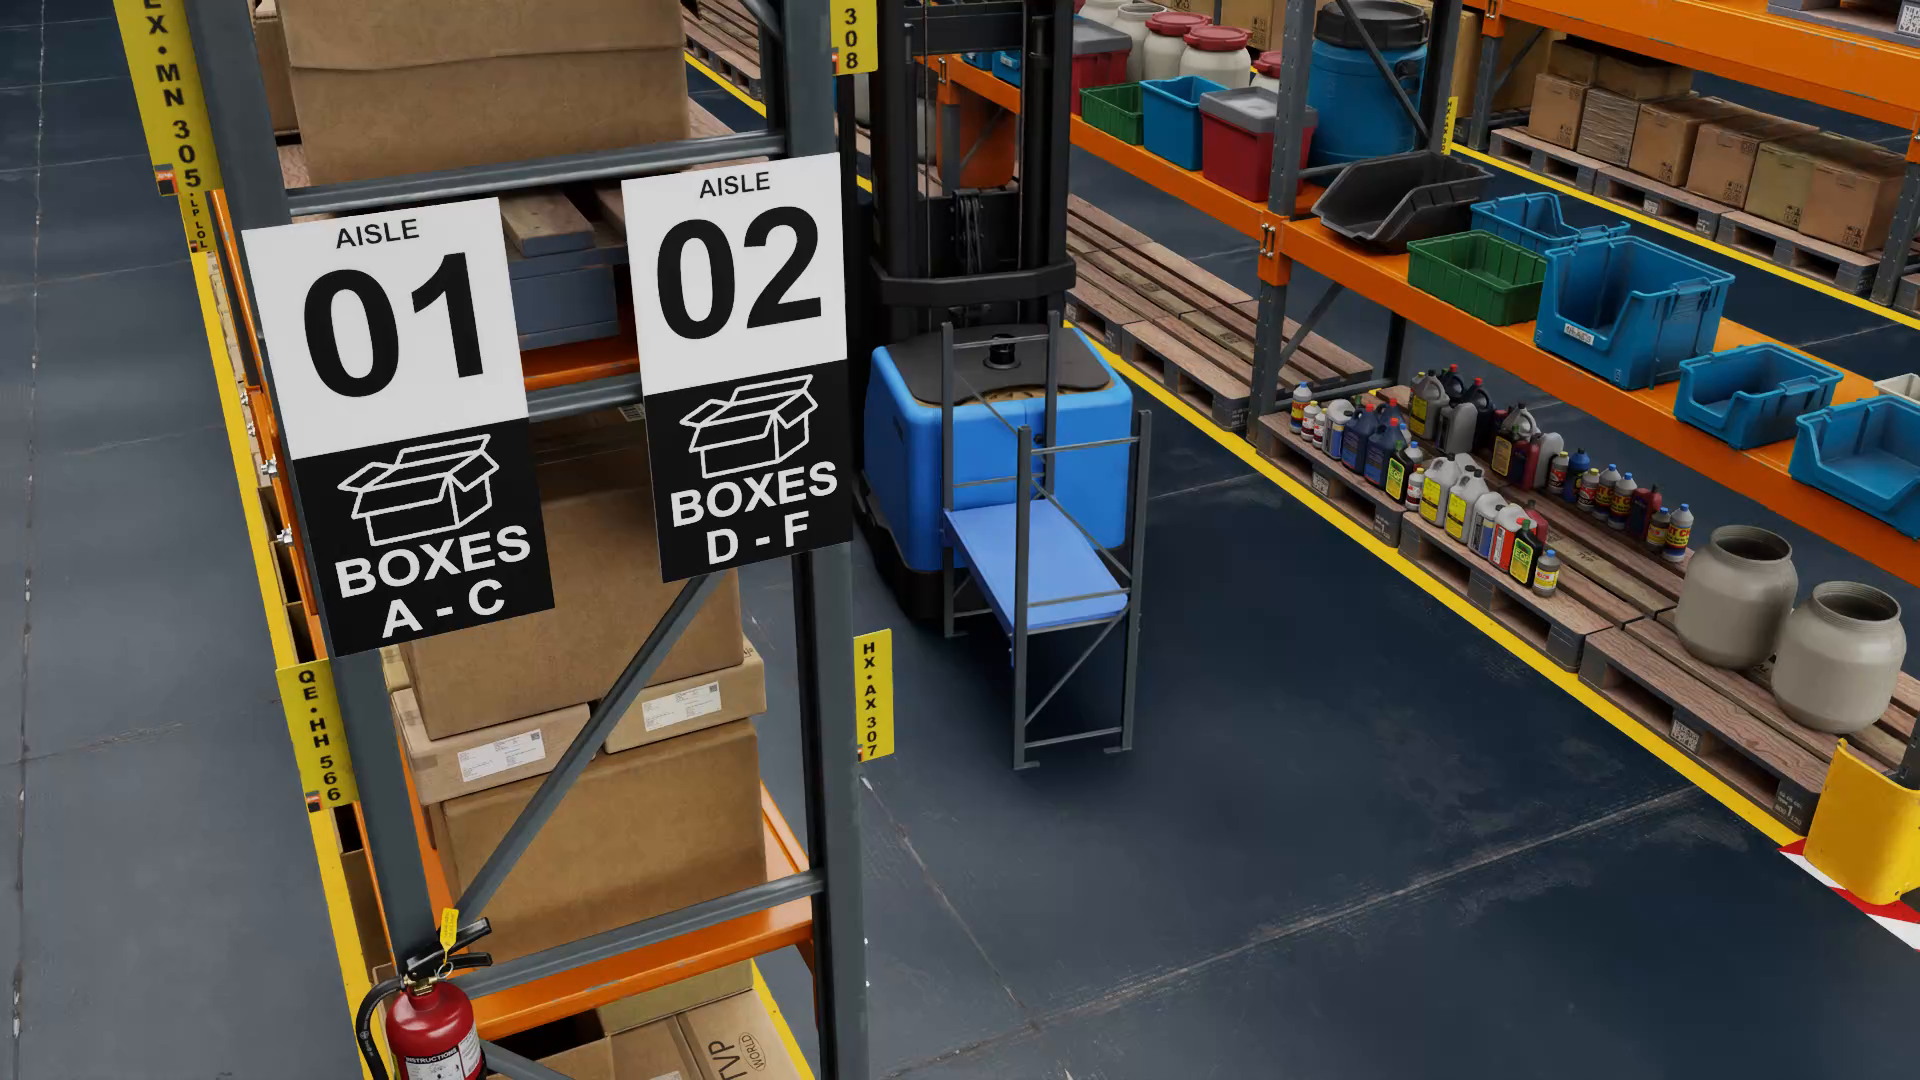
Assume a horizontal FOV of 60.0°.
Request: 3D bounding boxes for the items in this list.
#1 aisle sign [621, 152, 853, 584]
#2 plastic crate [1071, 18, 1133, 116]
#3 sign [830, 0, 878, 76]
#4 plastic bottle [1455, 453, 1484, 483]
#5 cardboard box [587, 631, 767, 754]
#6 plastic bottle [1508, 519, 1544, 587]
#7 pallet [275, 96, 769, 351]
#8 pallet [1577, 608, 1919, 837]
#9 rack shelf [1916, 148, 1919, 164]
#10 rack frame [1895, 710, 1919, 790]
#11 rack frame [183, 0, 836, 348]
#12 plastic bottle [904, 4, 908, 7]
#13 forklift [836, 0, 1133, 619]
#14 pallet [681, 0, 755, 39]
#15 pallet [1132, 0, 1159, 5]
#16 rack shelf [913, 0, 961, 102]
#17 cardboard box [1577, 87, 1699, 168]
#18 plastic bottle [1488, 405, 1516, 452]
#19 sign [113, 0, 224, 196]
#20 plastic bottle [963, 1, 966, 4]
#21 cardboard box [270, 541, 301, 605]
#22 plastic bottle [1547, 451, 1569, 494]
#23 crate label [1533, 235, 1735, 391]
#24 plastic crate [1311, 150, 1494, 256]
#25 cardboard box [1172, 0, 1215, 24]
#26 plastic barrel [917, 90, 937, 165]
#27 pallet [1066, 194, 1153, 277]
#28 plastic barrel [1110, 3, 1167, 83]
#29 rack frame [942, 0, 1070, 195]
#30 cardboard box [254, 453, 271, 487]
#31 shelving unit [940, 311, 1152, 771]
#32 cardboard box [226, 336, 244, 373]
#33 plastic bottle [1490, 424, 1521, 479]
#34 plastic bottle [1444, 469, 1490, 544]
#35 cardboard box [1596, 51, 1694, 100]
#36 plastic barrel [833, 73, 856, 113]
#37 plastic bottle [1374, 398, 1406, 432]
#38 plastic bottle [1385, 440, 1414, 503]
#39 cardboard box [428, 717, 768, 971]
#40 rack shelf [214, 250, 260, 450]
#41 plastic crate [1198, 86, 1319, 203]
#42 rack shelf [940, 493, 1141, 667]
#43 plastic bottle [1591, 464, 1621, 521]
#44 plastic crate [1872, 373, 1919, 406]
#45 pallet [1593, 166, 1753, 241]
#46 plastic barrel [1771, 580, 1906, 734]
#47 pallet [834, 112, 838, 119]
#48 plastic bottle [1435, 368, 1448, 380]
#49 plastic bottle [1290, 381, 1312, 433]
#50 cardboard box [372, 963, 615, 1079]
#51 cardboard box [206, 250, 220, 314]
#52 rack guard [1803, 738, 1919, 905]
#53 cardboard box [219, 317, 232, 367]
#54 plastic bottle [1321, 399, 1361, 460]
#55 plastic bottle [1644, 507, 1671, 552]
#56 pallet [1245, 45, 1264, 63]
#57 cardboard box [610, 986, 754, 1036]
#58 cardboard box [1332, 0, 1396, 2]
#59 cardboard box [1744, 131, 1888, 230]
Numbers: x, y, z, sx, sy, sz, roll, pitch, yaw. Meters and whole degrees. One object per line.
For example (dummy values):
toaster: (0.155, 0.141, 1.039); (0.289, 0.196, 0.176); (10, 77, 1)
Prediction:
aisle sign: (-0.392, -0.302, 3.063); (0.394, 0.787, 0.004); (-13, 32, -22)
plastic crate: (0.762, -2.954, 10.387); (0.402, 0.464, 0.583); (-13, 32, -22)
sign: (-0.193, -0.970, 2.872); (0.100, 0.325, 0.005); (-13, 32, -22)
plastic bottle: (2.420, -0.269, 7.998); (0.152, 0.276, 0.135); (-13, 32, -22)
cardboard box: (-0.671, 0.323, 3.842); (0.380, 0.149, 0.250); (-13, 32, -22)
plastic bottle: (2.528, 0.055, 7.412); (0.061, 0.283, 0.133); (-12, 32, -21)
pallet: (-0.977, -0.720, 3.490); (1.003, 0.211, 1.213); (-13, 32, -22)
pallet: (3.360, 0.662, 6.854); (1.003, 0.211, 1.213); (-13, 32, -22)
rack shelf: (7.393, -1.780, 9.094); (1.077, 0.370, 4.000); (-13, 32, -22)
rack frame: (3.779, -0.171, 5.488); (1.000, 3.000, 0.127); (-13, 32, -22)
rack frame: (-0.697, -1.749, 2.168); (1.000, 3.000, 0.127); (-13, 32, -22)
plastic bottle: (-0.389, -3.907, 12.353); (0.097, 0.201, 0.097); (0, 29, 0)
forklift: (-0.086, -1.631, 8.161); (1.130, 2.935, 3.031); (-7, 30, -12)
pallet: (-2.771, -5.650, 18.110); (1.003, 0.211, 1.213); (-13, 32, -22)
pallet: (2.317, -6.187, 19.068); (1.003, 0.211, 1.213); (-13, 32, -22)
rack shelf: (-0.514, -4.274, 13.541); (1.077, 0.370, 4.000); (-13, 32, -22)
cardboard box: (5.373, -3.312, 13.196); (0.700, 0.500, 0.500); (-16, 33, -26)
plastic bottle: (2.788, -0.573, 8.532); (0.061, 0.283, 0.133); (-11, 31, -19)
sign: (-1.193, -0.685, 2.513); (0.100, 0.325, 0.005); (-13, 32, -22)
plastic bottle: (0.070, -4.330, 13.036); (0.097, 0.271, 0.097); (0, 29, 0)
cardboard box: (-2.276, 0.280, 6.300); (0.500, 0.500, 0.500); (-13, 32, -22)
plastic bottle: (2.961, -0.339, 8.198); (0.097, 0.201, 0.097); (0, 29, 0)
crate label: (2.744, -0.942, 6.828); (0.502, 0.435, 0.616); (-13, 32, -22)
plastic crate: (2.171, -1.653, 8.194); (0.767, 0.338, 0.504); (-13, 32, -22)
cardboard box: (2.889, -6.076, 17.762); (0.875, 0.875, 0.875); (-13, 32, -22)
plastic barrel: (-0.204, -3.246, 13.086); (0.421, 0.512, 0.421); (0, 29, 0)
pallet: (0.642, -2.138, 11.847); (1.003, 0.211, 1.213); (-13, 32, -22)
plastic barrel: (1.160, -3.158, 10.700); (0.421, 0.512, 0.421); (0, 29, 0)
rack frame: (0.344, -3.705, 11.790); (1.000, 3.000, 0.127); (-13, 32, -22)
cardboard box: (-2.847, -0.246, 7.431); (0.500, 0.311, 0.500); (-13, 32, -22)
shelving unit: (0.308, -0.015, 6.744); (0.538, 1.500, 1.048); (-8, 30, -14)
cardboard box: (-3.500, -0.919, 8.630); (0.500, 0.311, 0.500); (-13, 32, -23)
plastic bottle: (2.738, -0.461, 8.332); (0.061, 0.283, 0.133); (-13, 32, -22)
plastic bottle: (2.377, -0.177, 7.758); (0.144, 0.351, 0.185); (-12, 31, -20)
cardboard box: (5.369, -3.651, 13.034); (0.500, 0.250, 0.500); (-9, 31, -16)
plastic barrel: (-0.851, -4.183, 14.359); (0.600, 0.901, 0.708); (-13, 32, -22)
plastic bottle: (2.163, -0.561, 8.442); (0.144, 0.351, 0.185); (-13, 32, -22)
plastic bottle: (2.147, -0.336, 8.110); (0.061, 0.283, 0.133); (-12, 31, -20)
cardboard box: (-0.886, 0.615, 3.984); (0.700, 0.500, 0.500); (-13, 32, -22)
rack shelf: (-3.272, -1.469, 8.538); (1.077, 0.370, 4.000); (-13, 32, -22)
plastic crate: (1.577, -2.115, 8.890); (0.402, 0.464, 0.583); (-13, 32, -22)
rack shelf: (0.308, 0.142, 6.832); (0.538, 0.185, 1.000); (-8, 30, -14)
plastic bottle: (3.092, -0.235, 7.941); (0.097, 0.271, 0.097); (0, 29, 0)
plastic crate: (3.685, -0.519, 6.378); (0.298, 0.136, 0.250); (-13, 32, -22)
pallet: (5.671, -2.645, 12.751); (1.003, 0.211, 1.213); (-13, 32, -22)
plastic barrel: (3.427, 0.457, 6.483); (0.421, 0.512, 0.421); (0, 29, 0)
pallet: (-1.079, -3.906, 14.999); (1.003, 0.211, 1.213); (-13, 32, -22)
plastic bottle: (2.566, -0.802, 8.940); (0.061, 0.283, 0.133); (-11, 31, -20)
plastic bottle: (1.802, -0.707, 8.783); (0.097, 0.271, 0.097); (0, 29, 0)
cardboard box: (-1.196, 1.382, 4.333); (0.500, 0.500, 0.500); (-13, 32, -22)
cardboard box: (-4.171, -1.602, 9.848); (0.500, 0.311, 0.500); (-12, 31, -20)
rack guard: (3.703, 0.896, 6.141); (1.175, 0.500, 0.348); (-13, 32, -22)
cardboard box: (-3.955, -1.135, 9.590); (0.500, 0.250, 0.500); (-14, 32, -23)
plastic bottle: (1.966, -0.572, 8.538); (0.152, 0.276, 0.135); (-12, 31, -20)
plastic bottle: (3.237, -0.054, 7.691); (0.097, 0.201, 0.097); (0, 29, 0)
pallet: (3.500, -4.970, 16.898); (1.003, 0.211, 1.213); (-13, 32, -22)
cardboard box: (-0.944, 1.380, 5.104); (0.500, 0.250, 0.500); (-13, 32, -22)
cardboard box: (4.164, -4.706, 15.318); (1.225, 0.875, 0.875); (-13, 32, -22)
cardboard box: (6.103, -2.570, 11.872); (0.700, 0.500, 0.500); (-13, 32, -22)
